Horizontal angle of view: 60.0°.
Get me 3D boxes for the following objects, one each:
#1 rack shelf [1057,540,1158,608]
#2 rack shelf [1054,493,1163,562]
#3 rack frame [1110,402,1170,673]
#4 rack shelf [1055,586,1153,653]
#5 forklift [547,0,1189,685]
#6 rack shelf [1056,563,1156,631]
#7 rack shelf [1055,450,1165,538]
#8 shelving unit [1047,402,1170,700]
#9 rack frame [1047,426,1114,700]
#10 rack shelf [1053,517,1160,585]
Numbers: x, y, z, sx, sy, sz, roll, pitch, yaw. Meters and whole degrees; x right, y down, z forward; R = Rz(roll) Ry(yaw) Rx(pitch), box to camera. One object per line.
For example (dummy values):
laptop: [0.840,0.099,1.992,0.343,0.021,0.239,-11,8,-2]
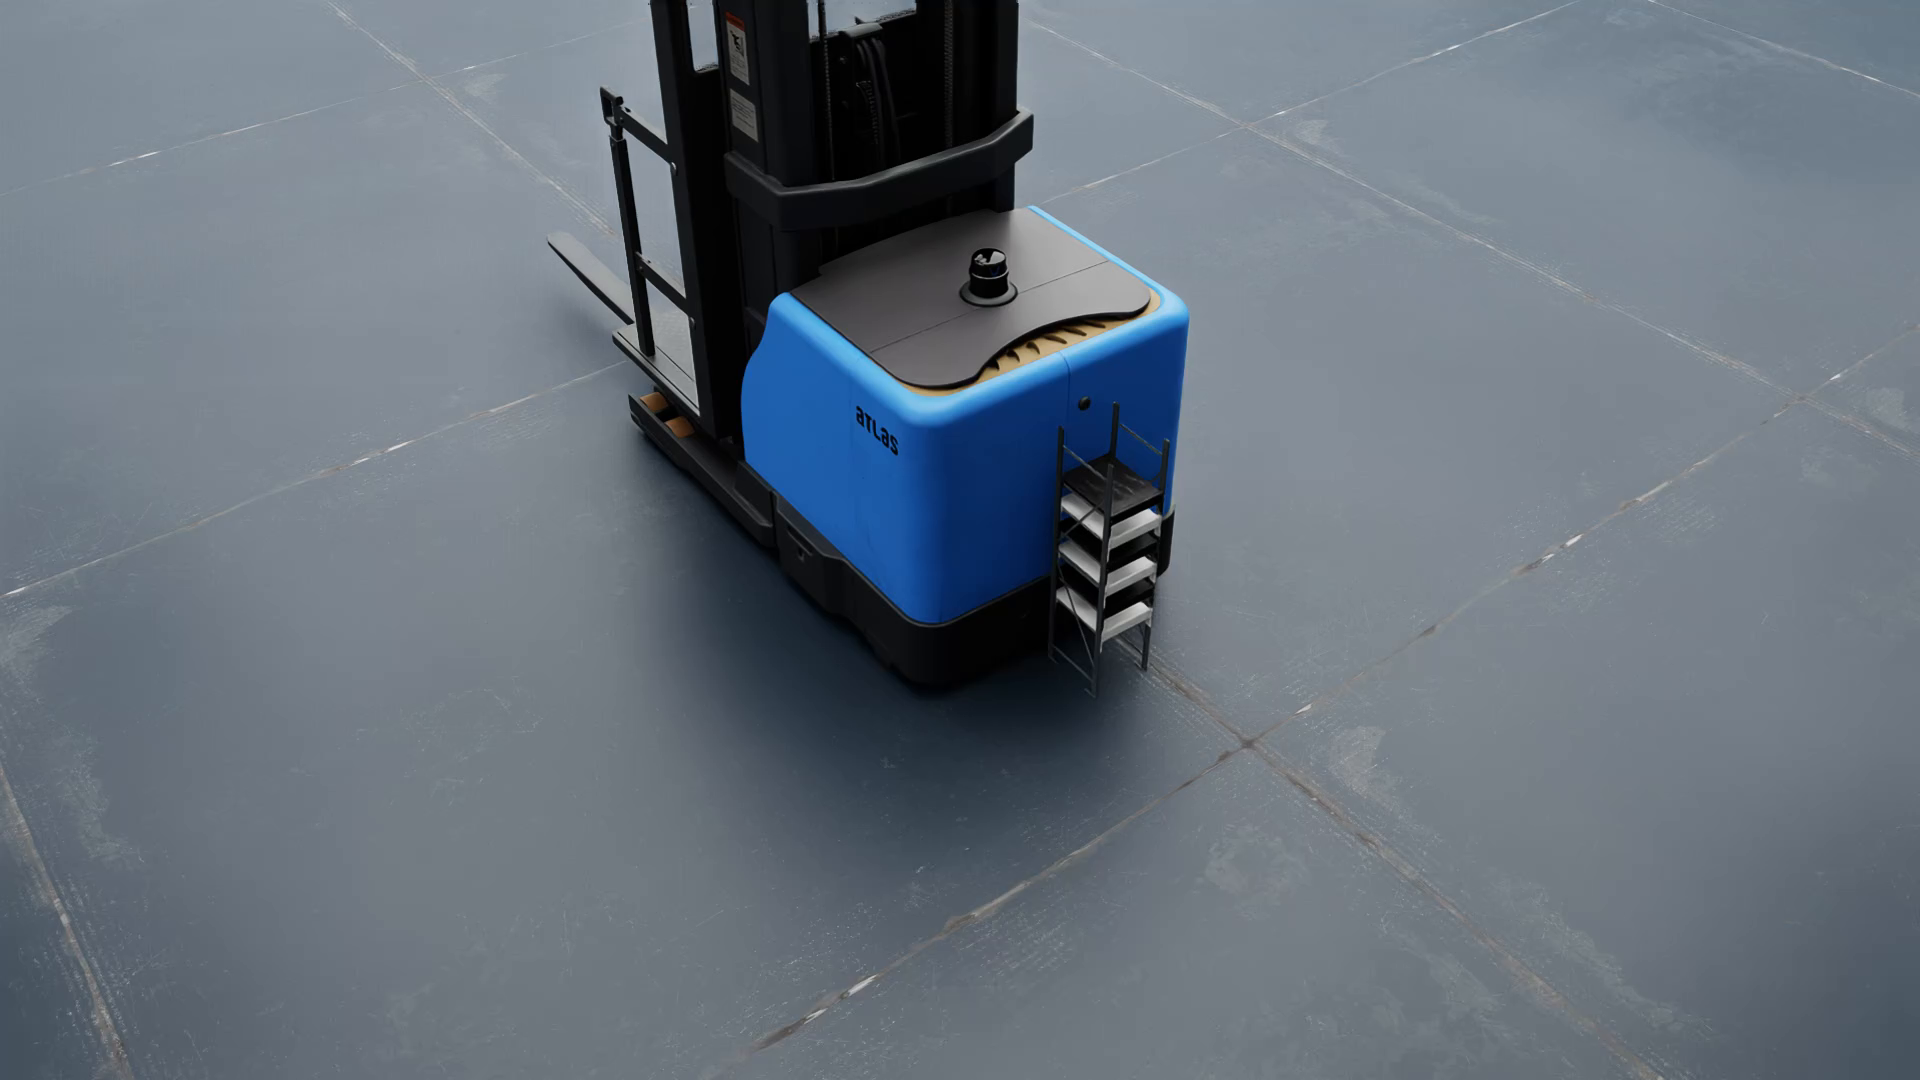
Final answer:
rack shelf: [0.434,0.072,5.004,0.200,0.077,0.258,-25,46,-27]
rack shelf: [0.434,-0.067,4.890,0.200,0.077,0.258,-25,46,-27]
rack frame: [0.516,0.009,5.029,0.006,0.900,0.240,-25,46,-27]
rack shelf: [0.433,0.211,5.119,0.200,0.077,0.258,-25,46,-27]
forklift: [-0.571,-1.580,5.365,1.130,2.935,3.031,-25,45,-27]
rack shelf: [0.433,0.142,5.062,0.200,0.077,0.258,-25,46,-27]
rack shelf: [0.434,-0.136,4.832,0.200,0.077,0.258,-25,46,-27]
shelving unit: [0.434,0.046,4.983,0.210,0.900,0.258,-25,46,-27]
rack frame: [0.351,0.084,4.937,0.006,0.900,0.240,-25,46,-27]
rack shelf: [0.434,0.003,4.947,0.200,0.077,0.258,-25,46,-27]
